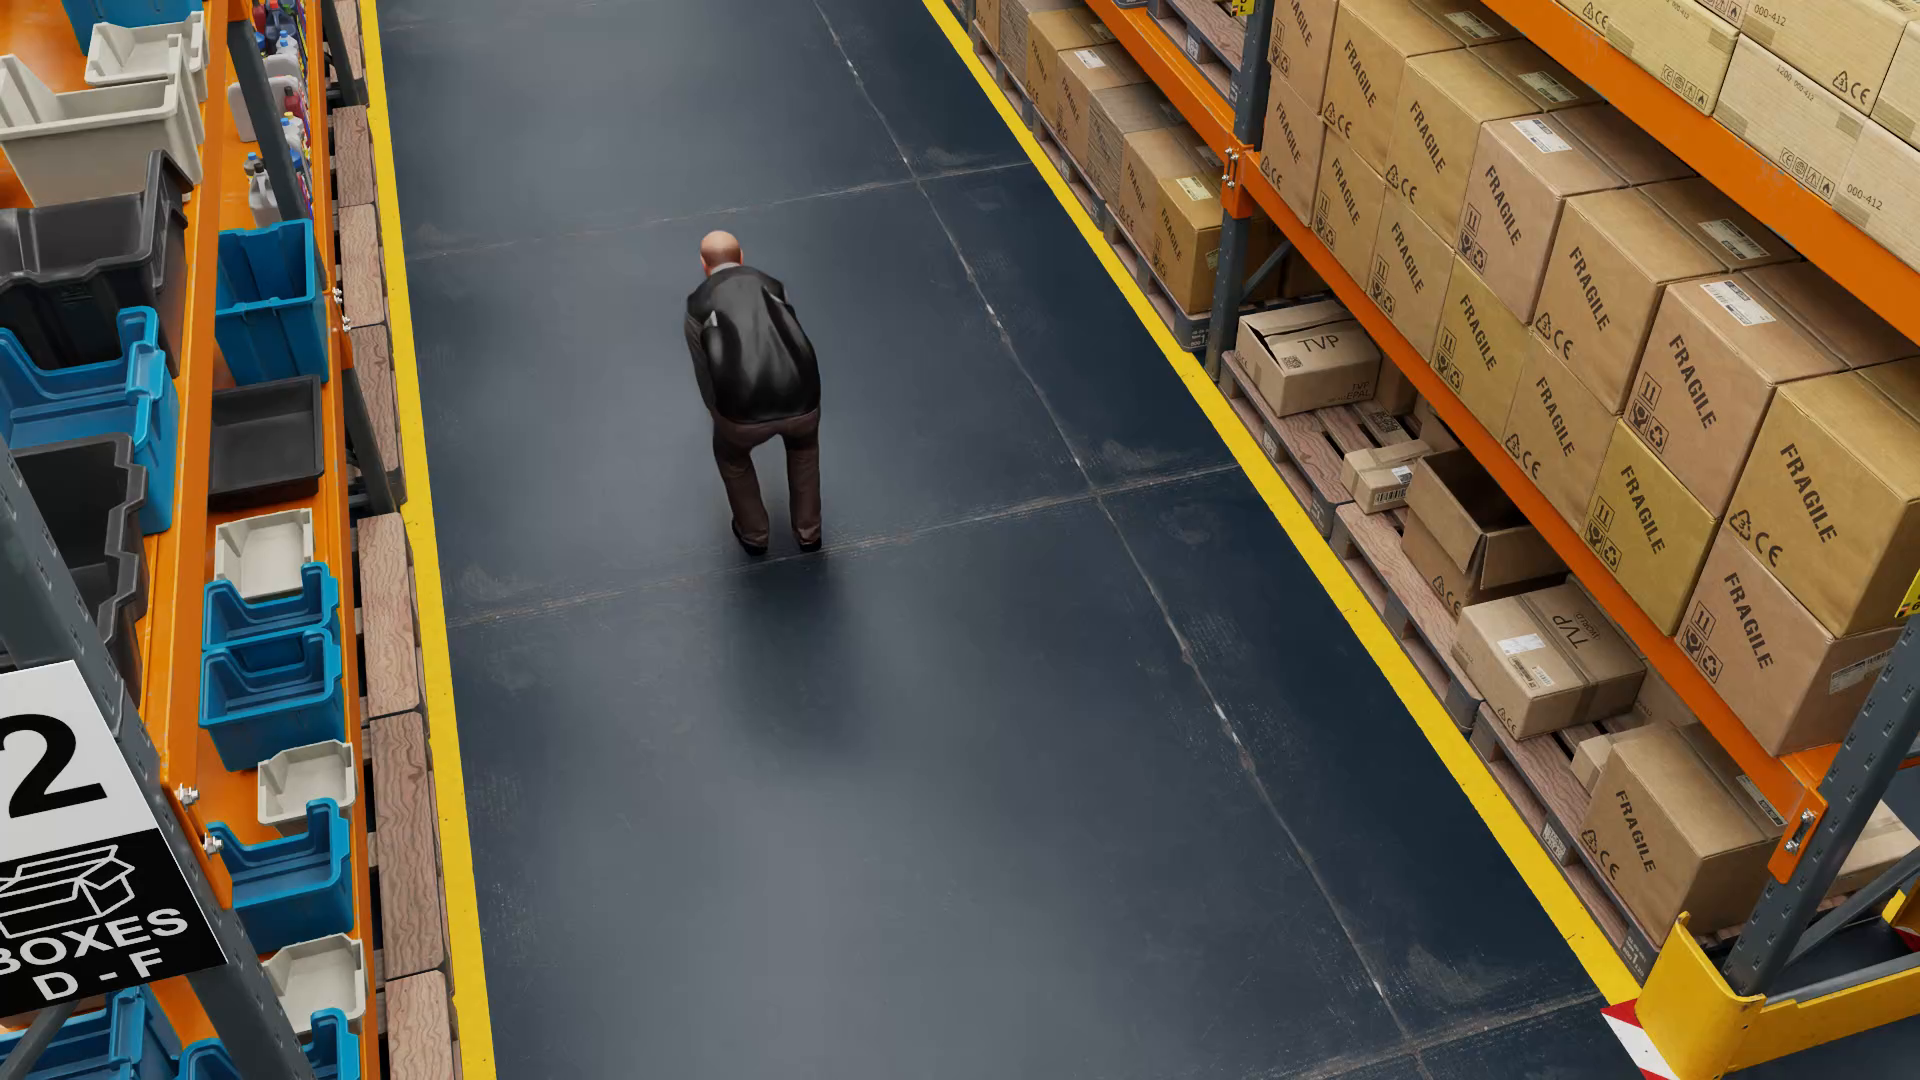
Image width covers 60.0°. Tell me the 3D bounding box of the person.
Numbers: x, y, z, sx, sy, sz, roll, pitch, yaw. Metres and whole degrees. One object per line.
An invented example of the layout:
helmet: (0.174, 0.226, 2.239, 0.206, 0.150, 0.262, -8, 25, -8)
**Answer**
person: (-0.889, -0.594, 7.174, 0.481, 1.277, 0.907, -13, 44, -14)
